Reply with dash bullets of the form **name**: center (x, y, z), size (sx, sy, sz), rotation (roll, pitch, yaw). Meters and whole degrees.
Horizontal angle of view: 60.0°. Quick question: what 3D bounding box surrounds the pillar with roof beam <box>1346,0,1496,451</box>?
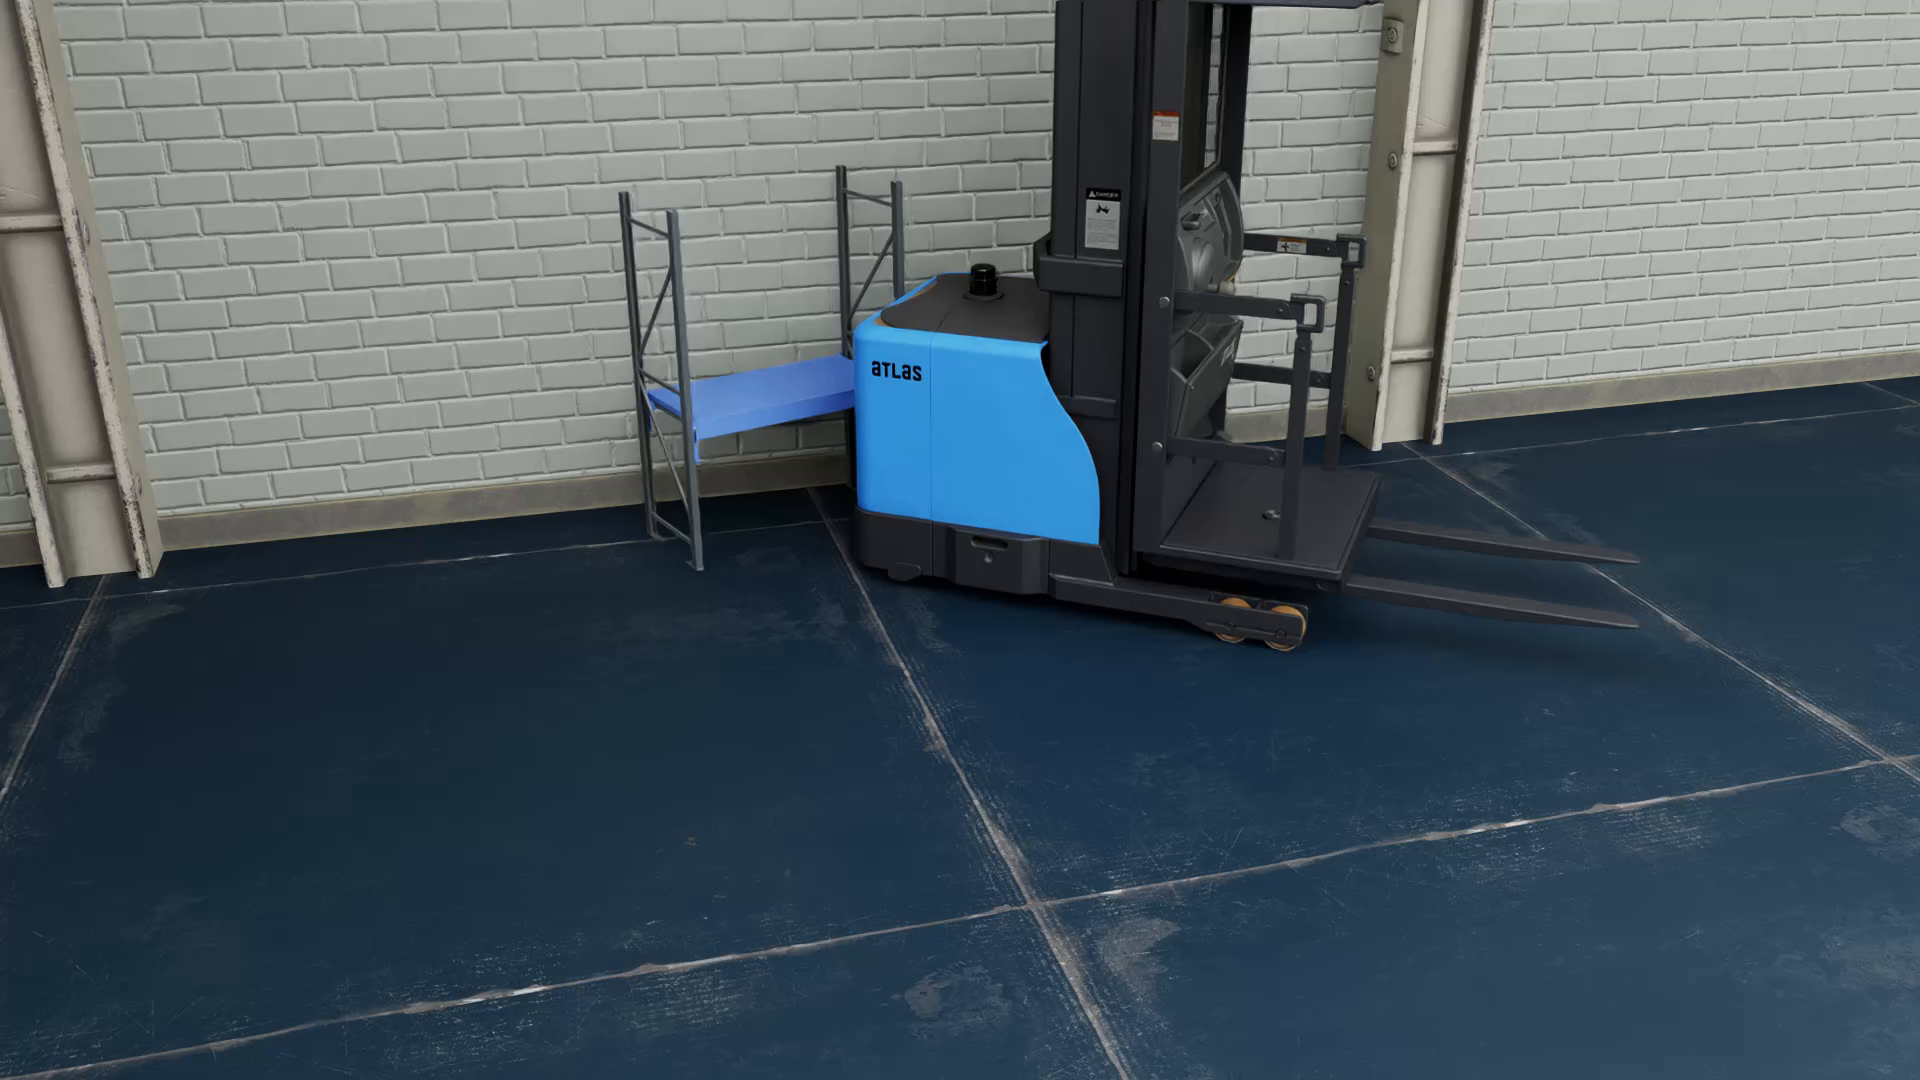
- **pillar with roof beam**: center (3.363, -3.024, 2.886), size (0.400, 9.000, 9.100), rotation (-6, 24, -14)

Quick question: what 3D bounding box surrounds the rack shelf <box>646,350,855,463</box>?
- **rack shelf**: center (-0.805, -0.588, 7.169), size (1.000, 0.185, 0.538), rotation (-15, 27, -31)

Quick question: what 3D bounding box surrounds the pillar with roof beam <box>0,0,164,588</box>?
- **pillar with roof beam**: center (-2.414, -2.385, 1.396), size (0.400, 9.000, 9.100), rotation (-6, 24, -14)

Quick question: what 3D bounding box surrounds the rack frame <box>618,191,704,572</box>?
- **rack frame**: center (-1.227, -0.642, 6.837), size (0.032, 1.500, 0.500), rotation (-15, 27, -31)

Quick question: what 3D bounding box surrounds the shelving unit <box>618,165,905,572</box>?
- **shelving unit**: center (-0.806, -0.754, 7.099), size (1.048, 1.500, 0.538), rotation (-15, 27, -31)

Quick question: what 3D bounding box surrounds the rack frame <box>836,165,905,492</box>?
- **rack frame**: center (-0.385, -0.867, 7.361), size (0.032, 1.500, 0.500), rotation (-15, 27, -31)

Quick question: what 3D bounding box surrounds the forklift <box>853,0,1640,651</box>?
- **forklift**: center (1.137, -1.166, 6.250), size (3.031, 2.935, 1.130), rotation (9, 25, 19)
